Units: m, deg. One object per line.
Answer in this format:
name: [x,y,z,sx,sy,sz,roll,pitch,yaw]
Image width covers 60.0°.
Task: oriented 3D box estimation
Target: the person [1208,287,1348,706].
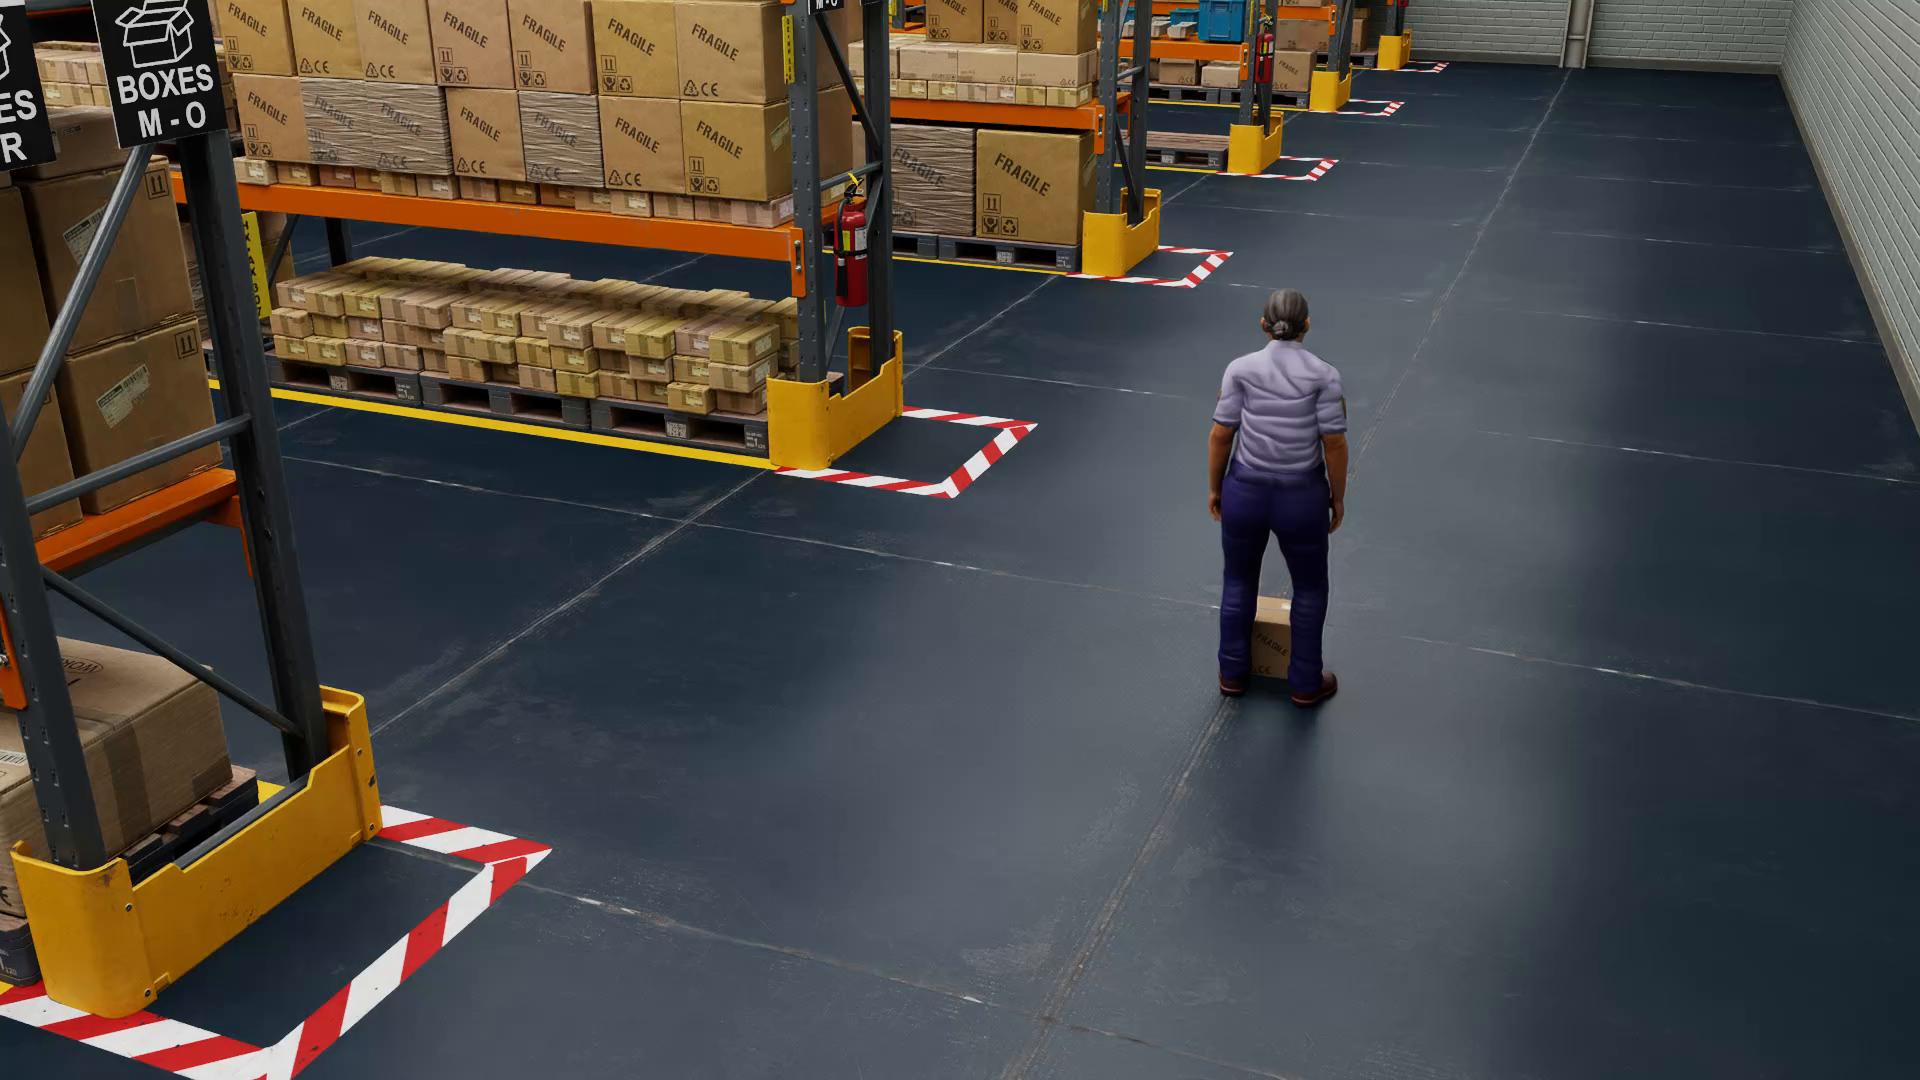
person: [1.242,-0.152,6.470,0.563,1.651,0.375,7,24,17]
